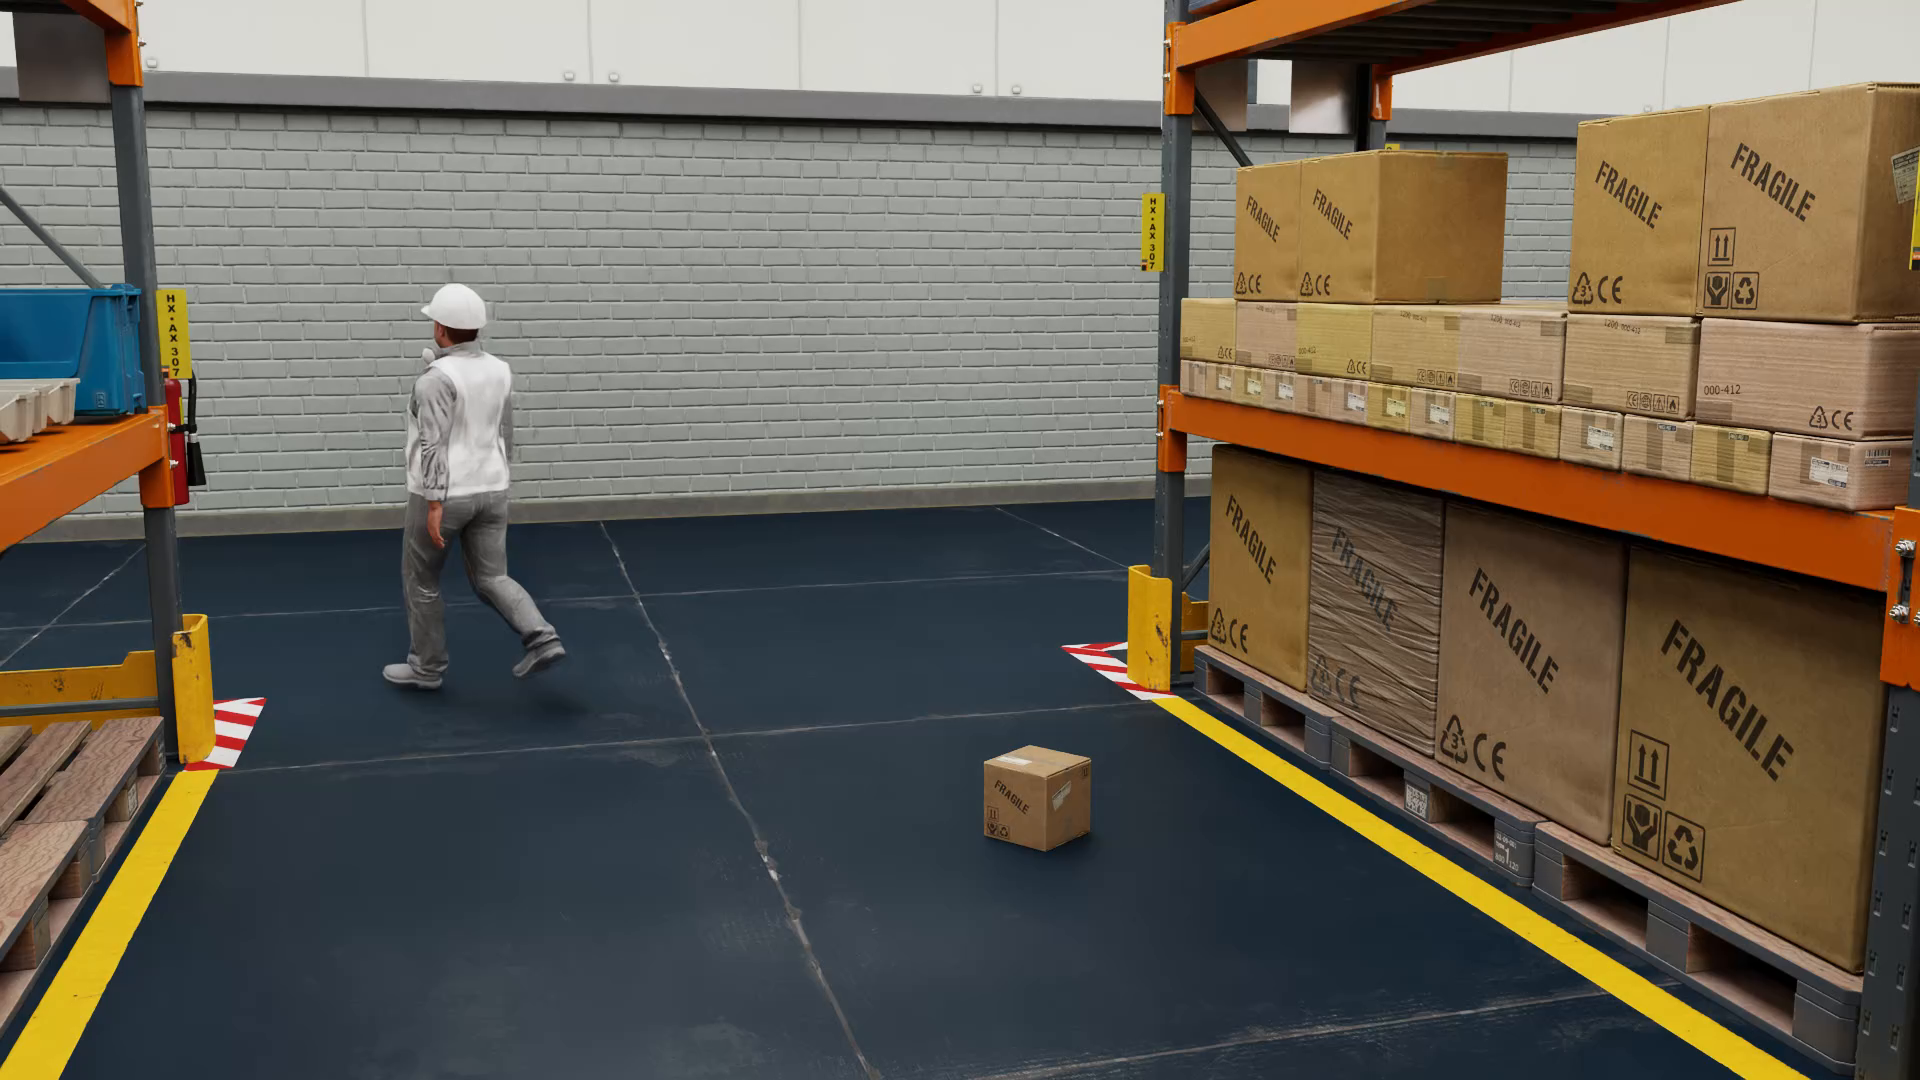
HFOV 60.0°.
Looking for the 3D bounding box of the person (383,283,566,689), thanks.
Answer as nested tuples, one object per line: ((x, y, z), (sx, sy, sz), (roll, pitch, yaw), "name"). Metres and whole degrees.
((-2.100, -0.210, 7.067), (0.907, 1.741, 0.549), (6, 11, 31), "person")
